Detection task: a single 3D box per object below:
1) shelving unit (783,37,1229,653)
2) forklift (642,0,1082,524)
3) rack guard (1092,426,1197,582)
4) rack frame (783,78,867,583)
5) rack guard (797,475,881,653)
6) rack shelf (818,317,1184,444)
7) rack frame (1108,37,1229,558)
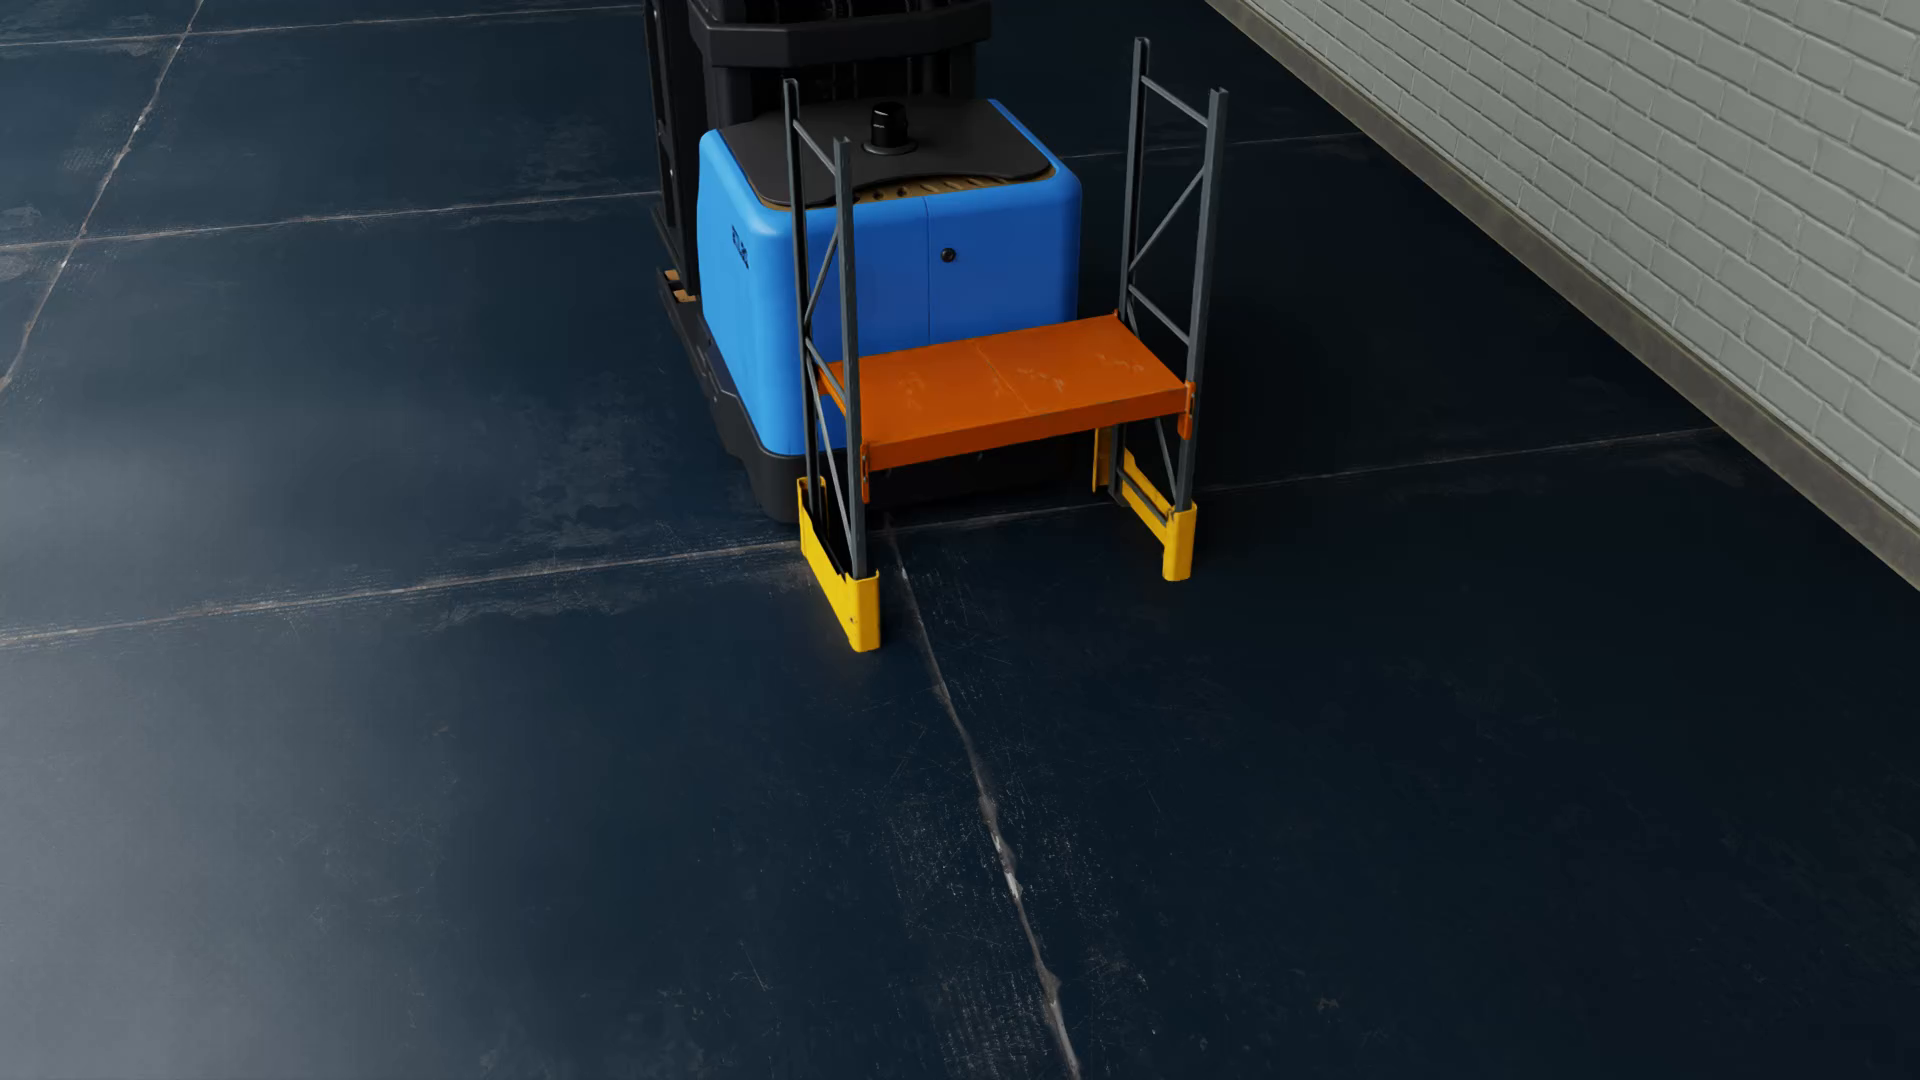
[{"bbox_3d":[0.105,-0.555,4.730,1.083,1.500,0.587,-12,36,-17],"label":"shelving unit"},{"bbox_3d":[-15.807,-2.550,6.419,29.544,2.935,14.203,-10,35,-15],"label":"forklift"},{"bbox_3d":[0.571,-0.133,5.223,0.087,0.250,0.587,-12,36,-17],"label":"rack guard"},{"bbox_3d":[-0.363,-0.457,4.585,0.032,1.500,0.500,-12,36,-17],"label":"rack frame"},{"bbox_3d":[-0.362,0.062,4.934,0.087,0.250,0.587,-12,36,-17],"label":"rack guard"},{"bbox_3d":[0.113,-0.462,4.796,0.952,0.026,0.459,-12,36,-17],"label":"rack shelf"},{"bbox_3d":[0.590,-0.655,4.881,0.032,1.500,0.500,-12,36,-17],"label":"rack frame"}]
